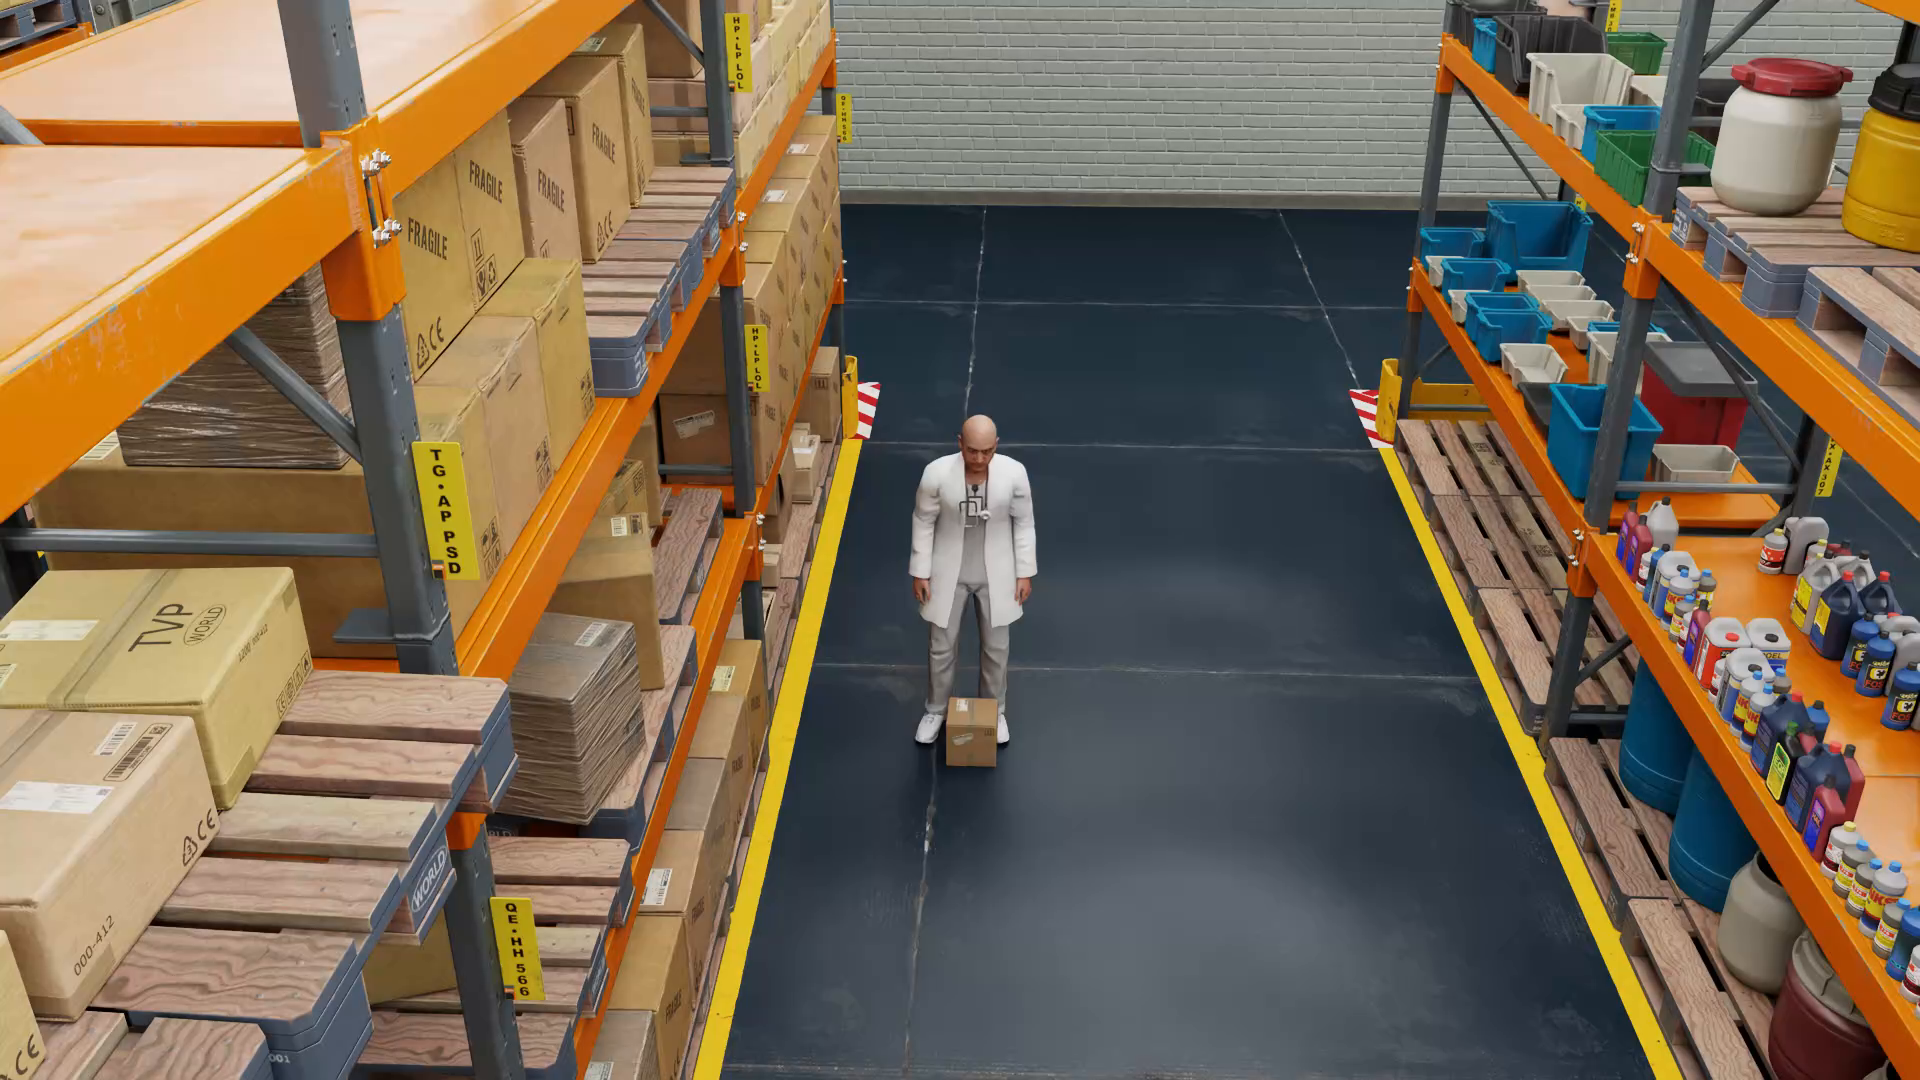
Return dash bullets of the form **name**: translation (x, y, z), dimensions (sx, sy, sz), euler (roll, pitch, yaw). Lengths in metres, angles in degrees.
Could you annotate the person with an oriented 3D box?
- **person**: translation (0.064, 0.183, 8.288), dimensions (0.643, 1.772, 0.429), euler (0, 28, -1)
